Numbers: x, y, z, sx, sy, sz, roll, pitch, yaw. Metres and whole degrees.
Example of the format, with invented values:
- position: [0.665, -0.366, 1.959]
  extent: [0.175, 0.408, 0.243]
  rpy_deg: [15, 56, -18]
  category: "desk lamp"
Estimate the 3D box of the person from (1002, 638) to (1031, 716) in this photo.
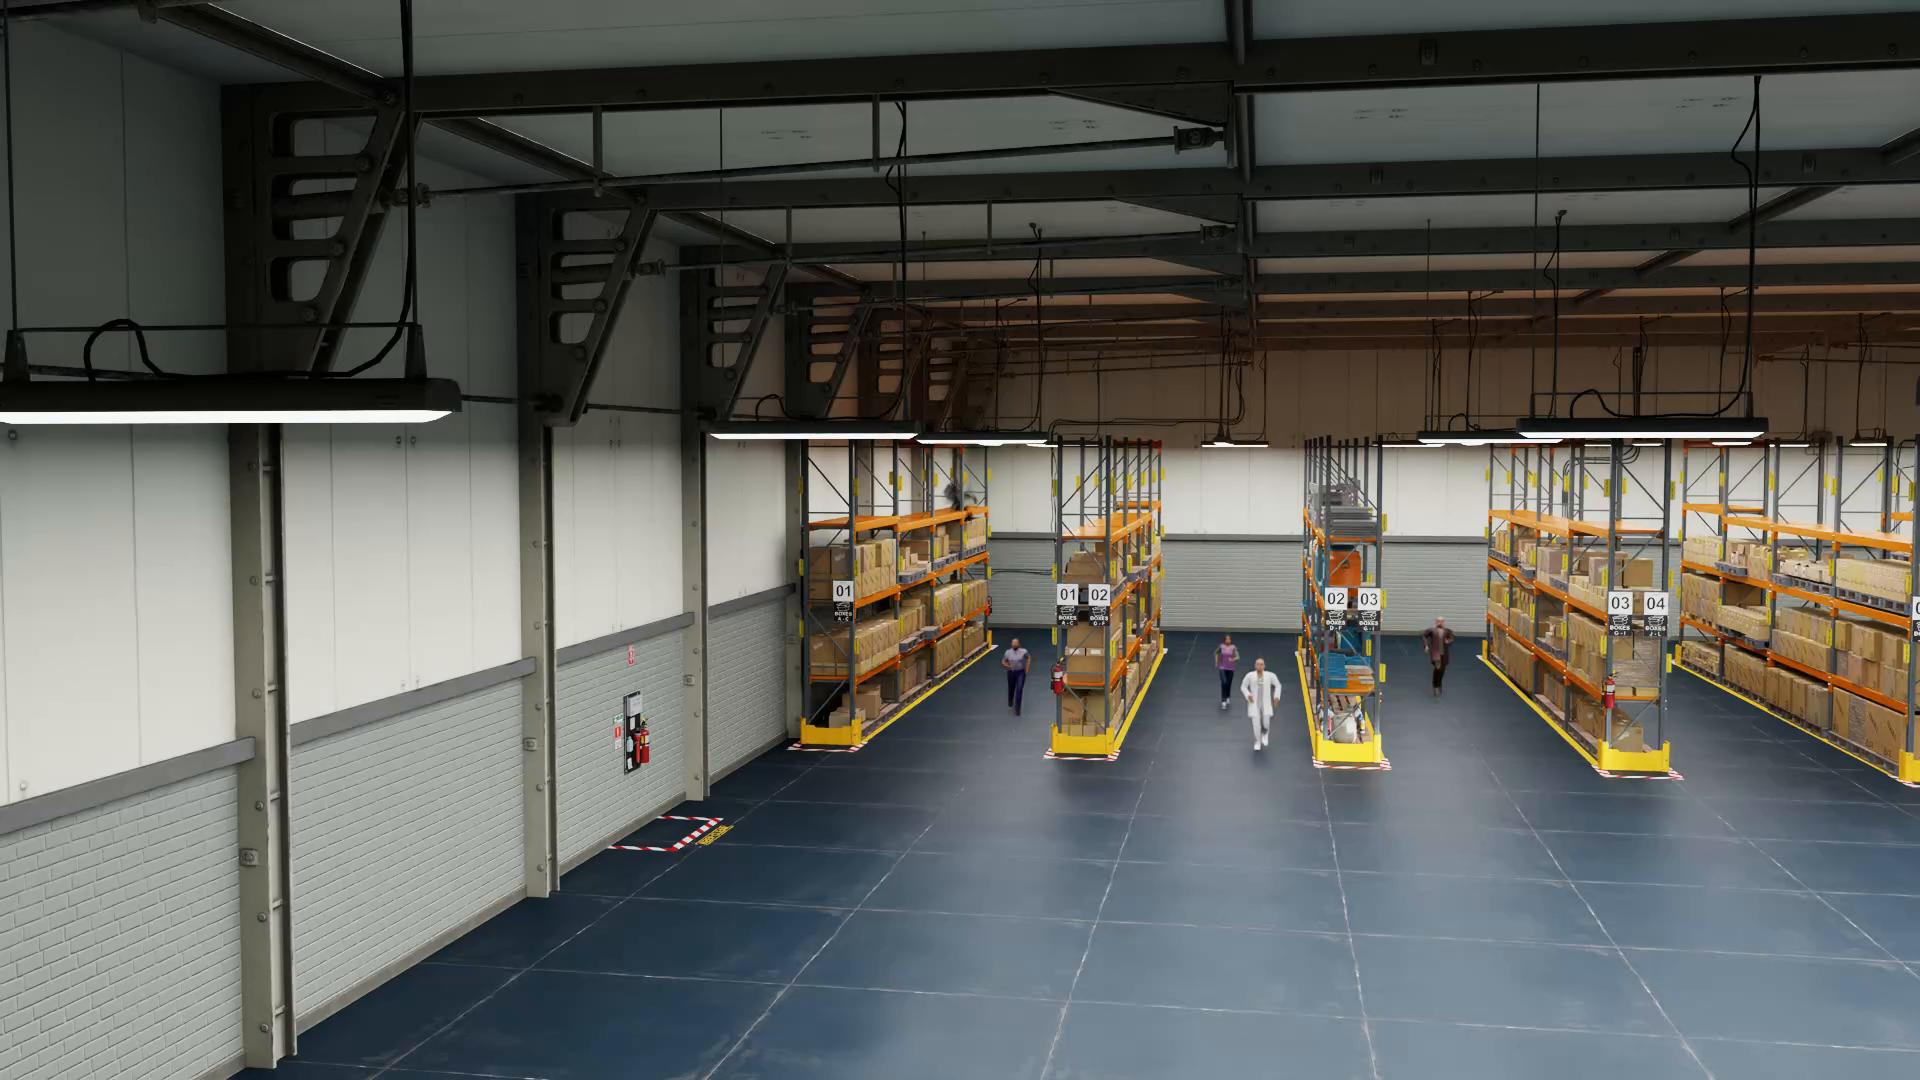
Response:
- position: [1.233, 2.954, 36.222]
  extent: [0.615, 1.655, 0.914]
  rpy_deg: [0, 3, 6]
  category: "person"

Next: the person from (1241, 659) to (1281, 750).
- position: [5.738, 3.133, 31.743]
  extent: [0.760, 1.732, 0.657]
  rpy_deg: [0, 3, 9]
  category: "person"

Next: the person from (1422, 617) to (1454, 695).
- position: [11.278, 2.724, 39.139]
  extent: [0.667, 1.842, 0.822]
  rpy_deg: [0, 3, -4]
  category: "person"

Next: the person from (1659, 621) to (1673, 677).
- position: [17.633, 2.586, 41.940]
  extent: [0.645, 1.751, 0.631]
  rpy_deg: [1, 3, 12]
  category: "person"

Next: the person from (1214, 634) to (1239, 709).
- position: [5.948, 2.912, 37.024]
  extent: [0.531, 1.590, 0.776]
  rpy_deg: [0, 3, 3]
  category: "person"
